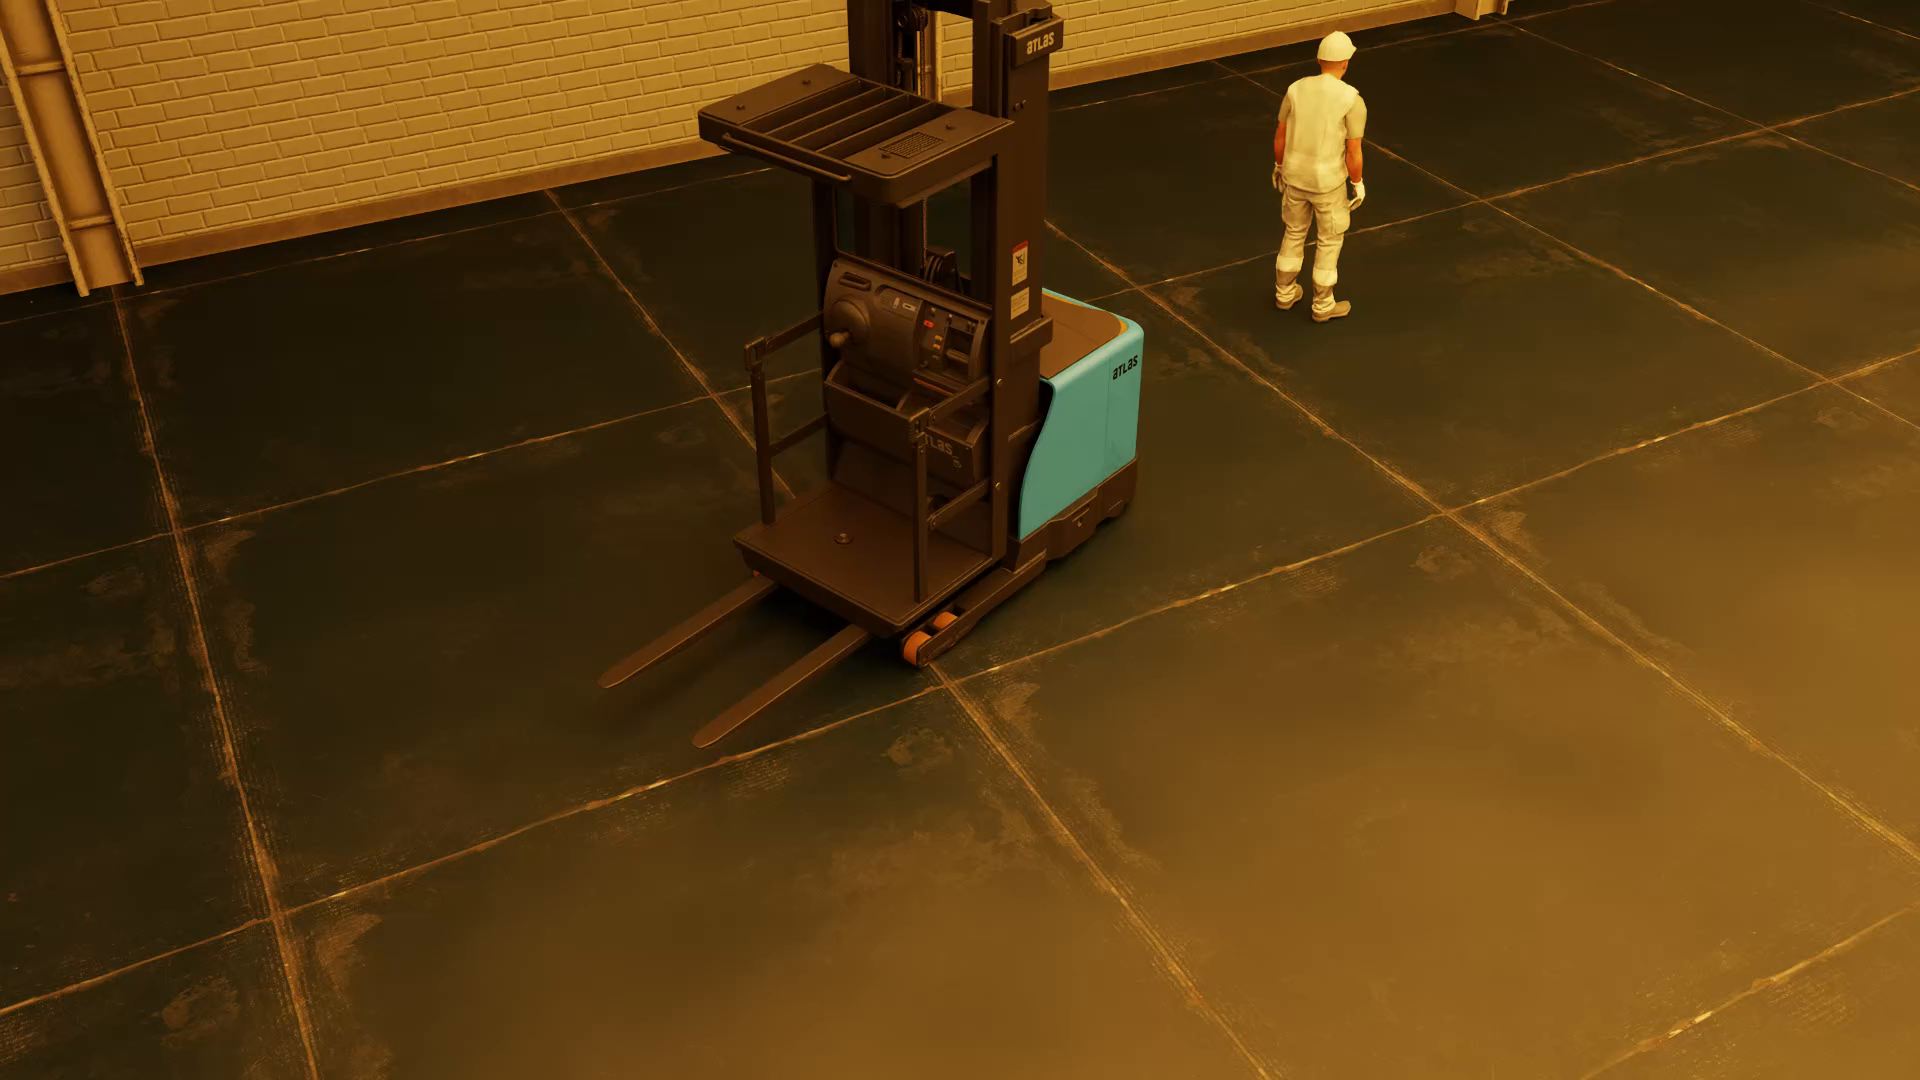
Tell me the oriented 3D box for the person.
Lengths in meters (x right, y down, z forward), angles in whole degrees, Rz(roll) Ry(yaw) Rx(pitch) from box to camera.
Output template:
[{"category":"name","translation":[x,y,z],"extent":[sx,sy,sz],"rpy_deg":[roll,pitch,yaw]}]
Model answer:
[{"category":"person","translation":[2.214,-2.238,10.290],"extent":[0.619,1.779,0.449],"rpy_deg":[25,42,31]}]

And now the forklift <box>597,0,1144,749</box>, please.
[{"category":"forklift","translation":[-0.390,-0.927,7.434],"extent":[1.130,2.935,3.031],"rpy_deg":[26,43,31]}]
